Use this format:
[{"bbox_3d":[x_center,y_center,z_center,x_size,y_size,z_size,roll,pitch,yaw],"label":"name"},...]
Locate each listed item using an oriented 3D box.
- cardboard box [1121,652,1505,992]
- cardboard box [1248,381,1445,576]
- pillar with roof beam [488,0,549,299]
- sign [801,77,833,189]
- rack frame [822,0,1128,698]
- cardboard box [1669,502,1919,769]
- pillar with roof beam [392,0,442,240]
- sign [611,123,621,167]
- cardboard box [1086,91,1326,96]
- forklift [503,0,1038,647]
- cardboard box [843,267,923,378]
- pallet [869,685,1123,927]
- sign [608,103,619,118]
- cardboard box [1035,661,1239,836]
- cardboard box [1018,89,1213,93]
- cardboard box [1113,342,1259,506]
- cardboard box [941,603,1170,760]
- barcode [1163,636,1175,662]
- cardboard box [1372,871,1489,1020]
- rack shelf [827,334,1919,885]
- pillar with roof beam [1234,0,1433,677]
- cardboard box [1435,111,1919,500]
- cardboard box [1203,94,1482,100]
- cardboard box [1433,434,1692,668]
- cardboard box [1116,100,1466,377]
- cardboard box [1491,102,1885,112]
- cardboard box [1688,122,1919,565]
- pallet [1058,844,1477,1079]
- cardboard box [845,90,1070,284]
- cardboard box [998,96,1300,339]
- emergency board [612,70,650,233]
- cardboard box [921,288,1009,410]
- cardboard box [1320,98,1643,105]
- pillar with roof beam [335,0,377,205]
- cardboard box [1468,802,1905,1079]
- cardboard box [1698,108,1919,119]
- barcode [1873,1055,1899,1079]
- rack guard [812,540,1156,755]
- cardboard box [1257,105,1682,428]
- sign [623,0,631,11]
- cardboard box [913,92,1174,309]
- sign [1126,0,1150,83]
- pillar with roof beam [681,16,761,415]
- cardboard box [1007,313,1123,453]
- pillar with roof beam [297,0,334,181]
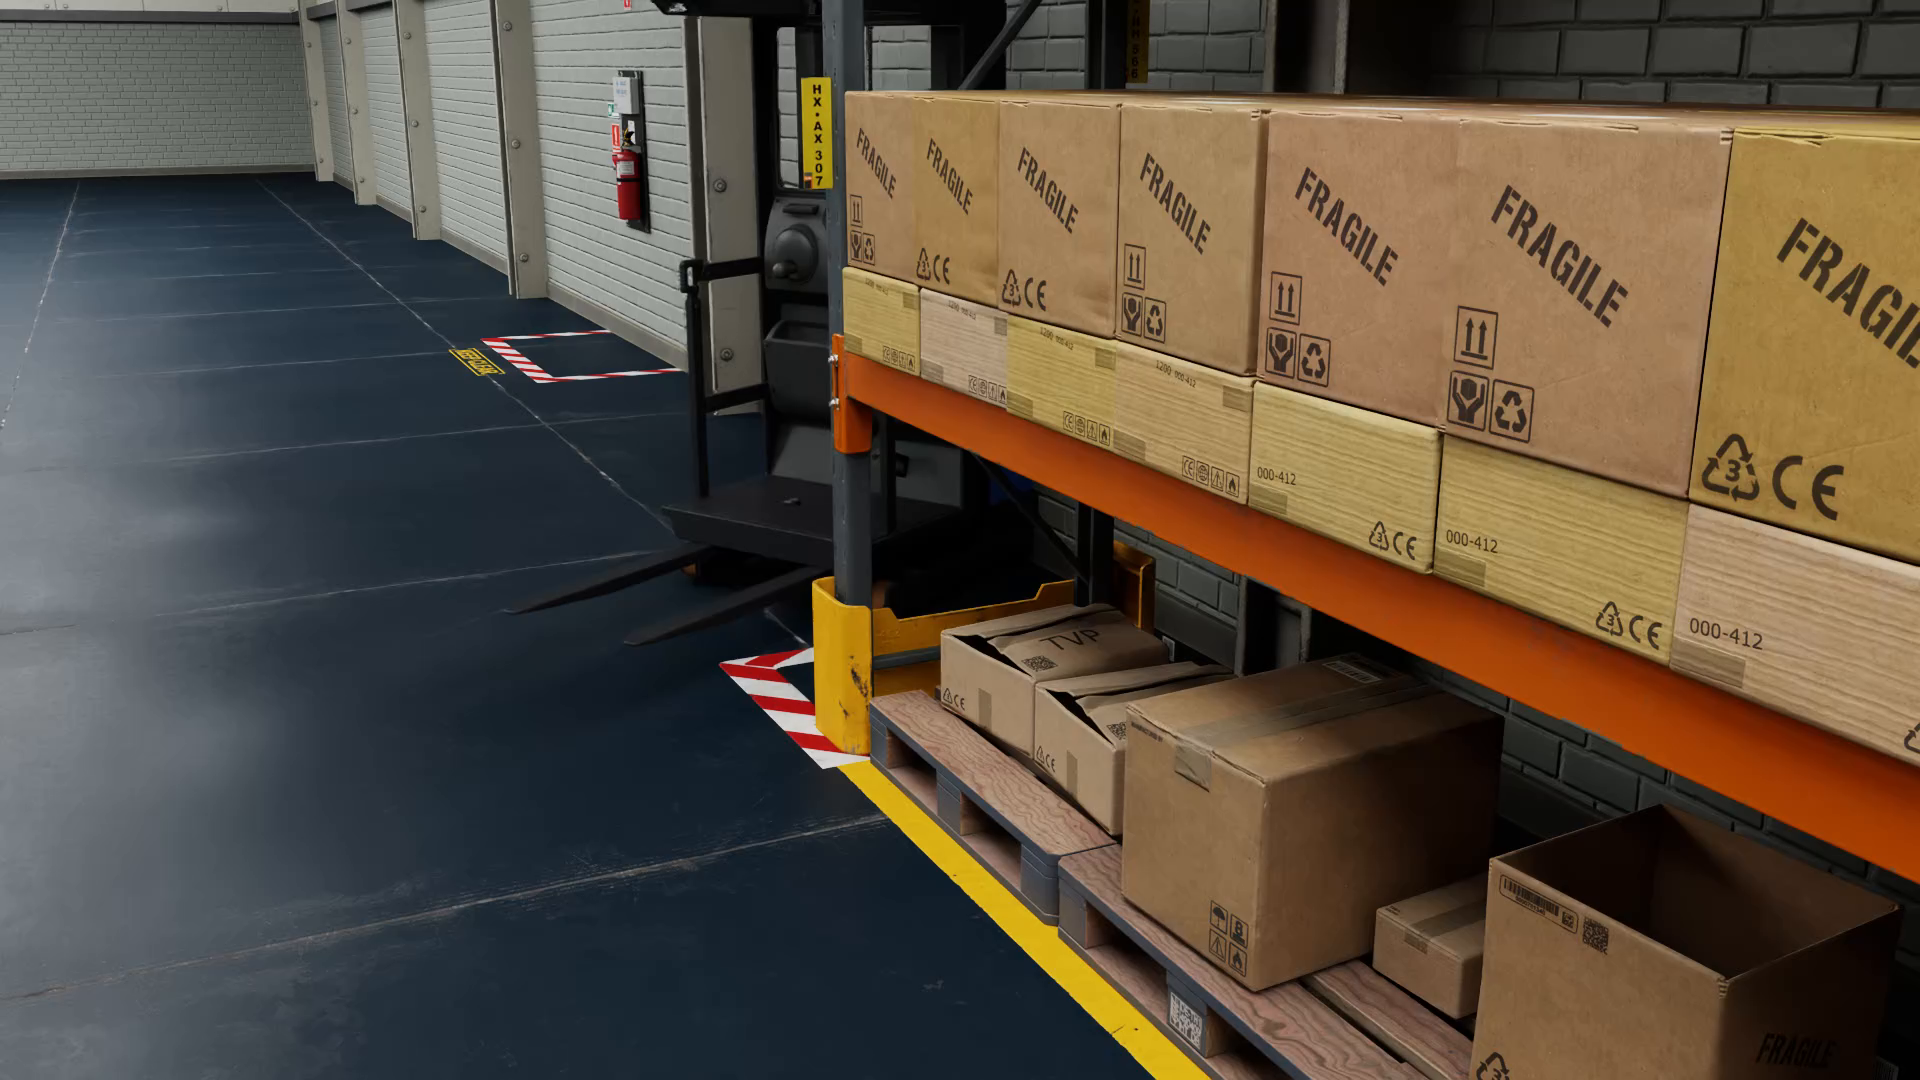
[{"bbox_3d":[0.809,0.626,3.867,0.700,0.500,0.500,-9,18,-28],"label":"cardboard box"},{"bbox_3d":[0.888,-0.150,3.071,0.500,0.250,0.500,-8,18,-25],"label":"cardboard box"},{"bbox_3d":[-7.982,-6.146,12.854,9.100,9.000,0.400,-8,18,-25],"label":"pillar with roof beam"},{"bbox_3d":[-0.427,-1.227,5.018,0.100,0.325,0.005,-8,18,-25],"label":"sign"},{"bbox_3d":[0.060,-0.876,5.366,1.000,3.000,0.127,-8,18,-25],"label":"rack frame"},{"bbox_3d":[1.333,0.097,2.209,0.500,0.250,0.500,-8,18,-25],"label":"cardboard box"},{"bbox_3d":[-10.611,-7.634,18.038,9.100,9.000,0.400,-8,18,-25],"label":"pillar with roof beam"},{"bbox_3d":[-2.682,-3.079,12.977,0.001,0.329,0.234,-8,18,-25],"label":"sign"},{"bbox_3d":[0.670,-0.957,4.523,0.500,0.500,0.500,-7,18,-24],"label":"cardboard box"},{"bbox_3d":[-0.544,-1.232,6.732,1.130,2.935,3.031,11,19,32],"label":"forklift"},{"bbox_3d":[-0.011,-0.654,4.828,0.500,0.250,0.500,-8,18,-27],"label":"cardboard box"},{"bbox_3d":[0.418,0.689,4.968,1.003,0.211,1.213,-8,18,-25],"label":"pallet"},{"bbox_3d":[-2.688,-3.331,12.896,0.001,0.109,0.331,-8,18,-25],"label":"sign"},{"bbox_3d":[0.532,0.529,4.548,0.500,0.311,0.500,-6,17,-20],"label":"cardboard box"},{"bbox_3d":[0.458,-1.083,4.963,0.500,0.500,0.500,-8,18,-26],"label":"cardboard box"},{"bbox_3d":[0.666,-0.275,3.505,0.500,0.250,0.500,-7,18,-24],"label":"cardboard box"},{"bbox_3d":[0.283,0.387,5.040,0.500,0.311,0.500,-10,19,-31],"label":"cardboard box"},{"bbox_3d":[0.650,0.339,5.192,0.001,0.075,0.075,-8,18,-25],"label":"barcode"},{"bbox_3d":[1.130,0.876,3.633,0.380,0.149,0.250,-9,18,-29],"label":"cardboard box"},{"bbox_3d":[0.937,-0.034,3.737,1.077,0.370,4.000,-8,18,-25],"label":"rack shelf"},{"bbox_3d":[-2.725,-3.171,2.485,9.100,9.000,0.400,-8,18,-25],"label":"pillar with roof beam"},{"bbox_3d":[1.104,-0.385,2.531,0.500,0.500,0.500,-8,18,-25],"label":"cardboard box"},{"bbox_3d":[0.900,-0.829,4.079,0.500,0.500,0.500,-8,18,-26],"label":"cardboard box"},{"bbox_3d":[1.122,-0.027,2.643,0.500,0.250,0.500,-8,18,-25],"label":"cardboard box"},{"bbox_3d":[0.665,-0.640,3.420,0.500,0.500,0.500,-7,17,-23],"label":"cardboard box"},{"bbox_3d":[1.358,-0.577,3.200,0.500,0.500,0.500,-7,17,-23],"label":"cardboard box"},{"bbox_3d":[1.328,-0.262,2.102,0.500,0.500,0.500,-8,18,-25],"label":"cardboard box"},{"bbox_3d":[0.948,0.991,3.915,1.003,0.211,1.213,-8,18,-25],"label":"pallet"},{"bbox_3d":[-0.001,-1.019,4.741,0.500,0.500,0.500,-8,18,-25],"label":"cardboard box"},{"bbox_3d":[0.428,-0.767,3.861,0.500,0.500,0.500,-8,18,-27],"label":"cardboard box"},{"bbox_3d":[-2.532,-2.912,12.461,0.194,1.169,0.643,-8,18,-25],"label":"emergency board"},{"bbox_3d":[0.229,-0.527,4.386,0.500,0.250,0.500,-8,18,-27],"label":"cardboard box"},{"bbox_3d":[1.121,-0.704,3.643,0.500,0.500,0.500,-7,18,-24],"label":"cardboard box"},{"bbox_3d":[-13.239,-9.122,23.222,9.100,9.000,0.400,-8,18,-25],"label":"pillar with roof beam"},{"bbox_3d":[1.322,0.853,3.074,0.500,0.500,0.500,-9,18,-29],"label":"cardboard box"},{"bbox_3d":[1.571,-0.453,2.767,0.500,0.500,0.500,-8,18,-25],"label":"cardboard box"},{"bbox_3d":[1.710,0.993,3.093,0.001,0.075,0.075,-8,18,-25],"label":"barcode"},{"bbox_3d":[0.094,0.344,5.645,1.175,0.500,0.348,-8,18,-25],"label":"rack guard"},{"bbox_3d":[0.893,-0.511,2.971,0.500,0.500,0.500,-8,18,-26],"label":"cardboard box"},{"bbox_3d":[-2.446,-4.041,12.190,0.001,0.298,0.199,-8,18,-25],"label":"sign"},{"bbox_3d":[0.207,-0.896,4.310,0.500,0.500,0.500,-8,18,-25],"label":"cardboard box"},{"bbox_3d":[0.568,-1.647,5.379,0.100,0.325,0.005,-8,18,-25],"label":"sign"},{"bbox_3d":[-5.354,-4.658,7.669,9.100,9.000,0.400,-8,18,-25],"label":"pillar with roof beam"},{"bbox_3d":[0.447,-0.400,3.943,0.500,0.250,0.500,-8,18,-26],"label":"cardboard box"},{"bbox_3d":[-15.868,-10.609,28.407,9.100,9.000,0.400,-8,18,-25],"label":"pillar with roof beam"}]
